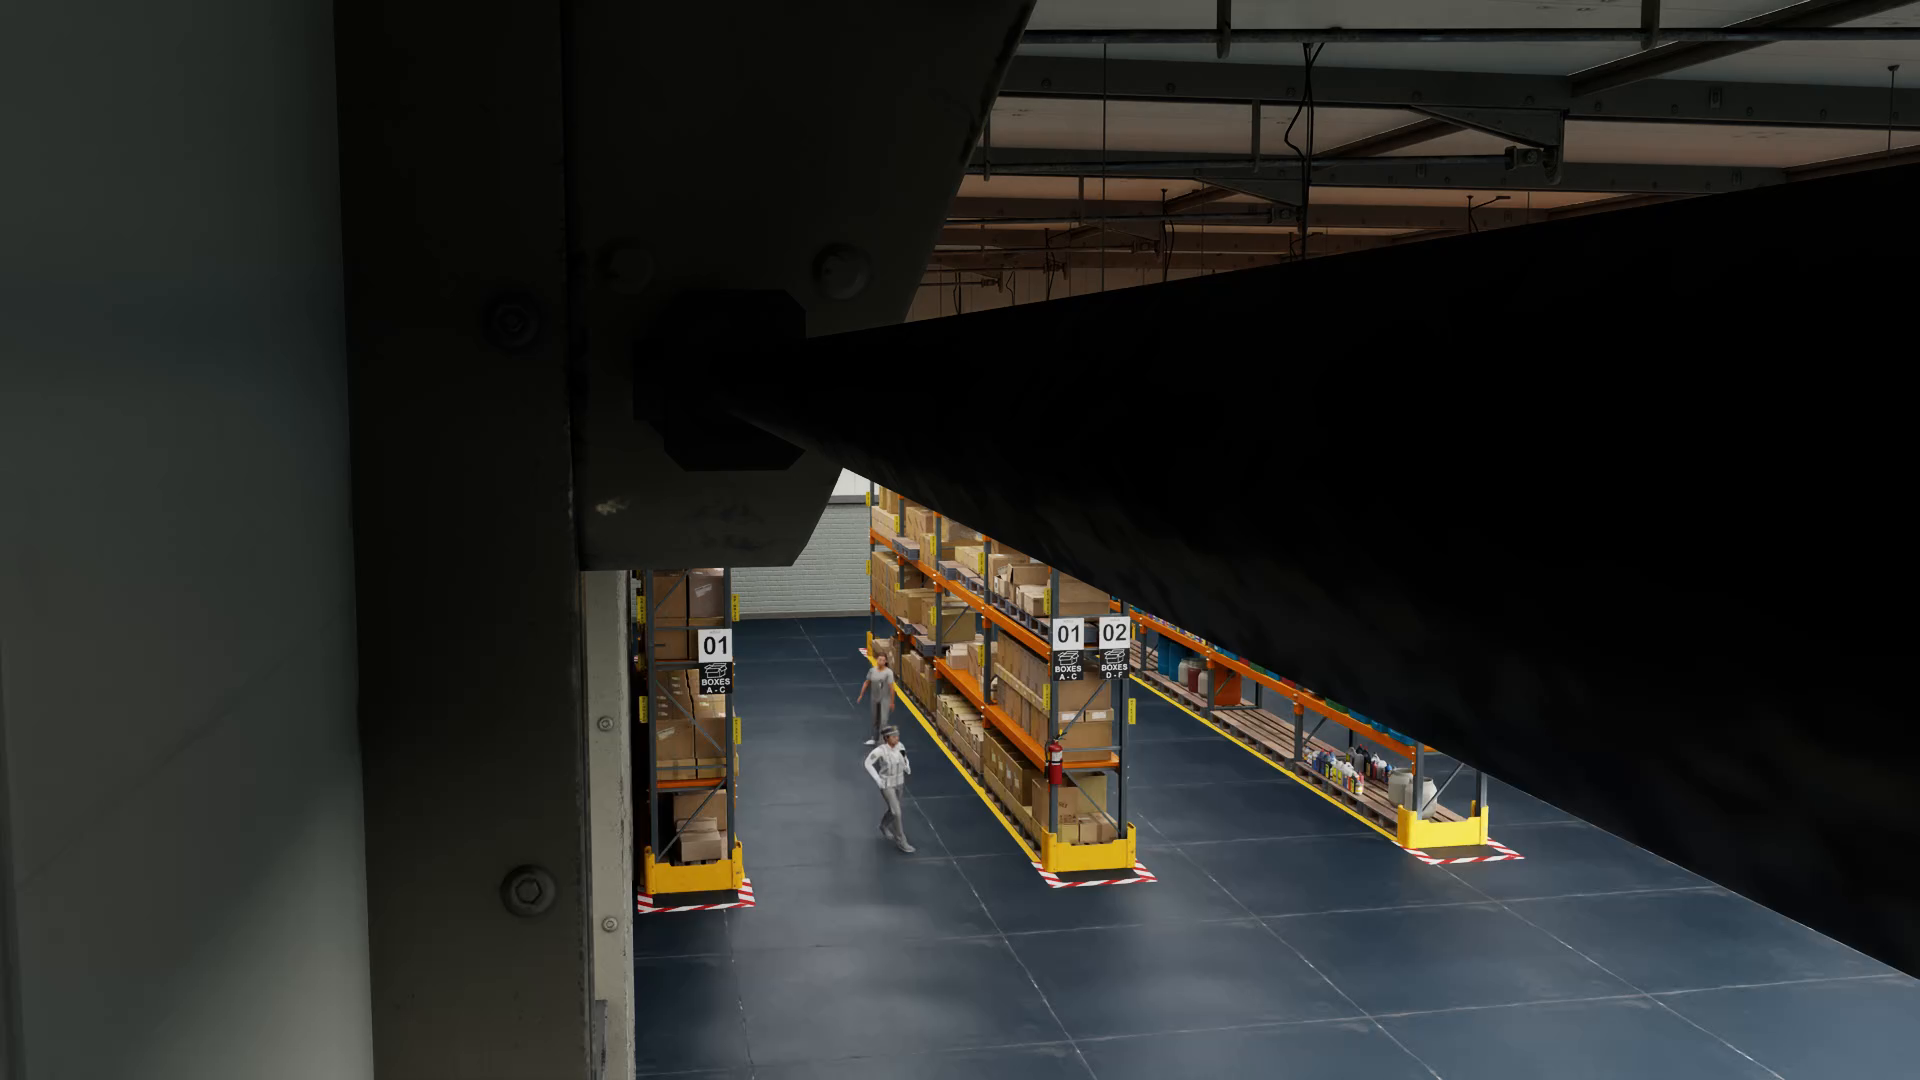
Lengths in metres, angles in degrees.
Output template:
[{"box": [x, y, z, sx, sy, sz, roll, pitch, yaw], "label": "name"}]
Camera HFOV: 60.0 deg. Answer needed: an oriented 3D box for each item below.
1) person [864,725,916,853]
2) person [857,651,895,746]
[{"box": [-0.926, 3.213, 21.790, 0.613, 1.665, 0.831, -6, 8, -44], "label": "person"}, {"box": [-1.362, 2.664, 27.442, 0.624, 1.642, 0.761, 3, 6, 23], "label": "person"}]
